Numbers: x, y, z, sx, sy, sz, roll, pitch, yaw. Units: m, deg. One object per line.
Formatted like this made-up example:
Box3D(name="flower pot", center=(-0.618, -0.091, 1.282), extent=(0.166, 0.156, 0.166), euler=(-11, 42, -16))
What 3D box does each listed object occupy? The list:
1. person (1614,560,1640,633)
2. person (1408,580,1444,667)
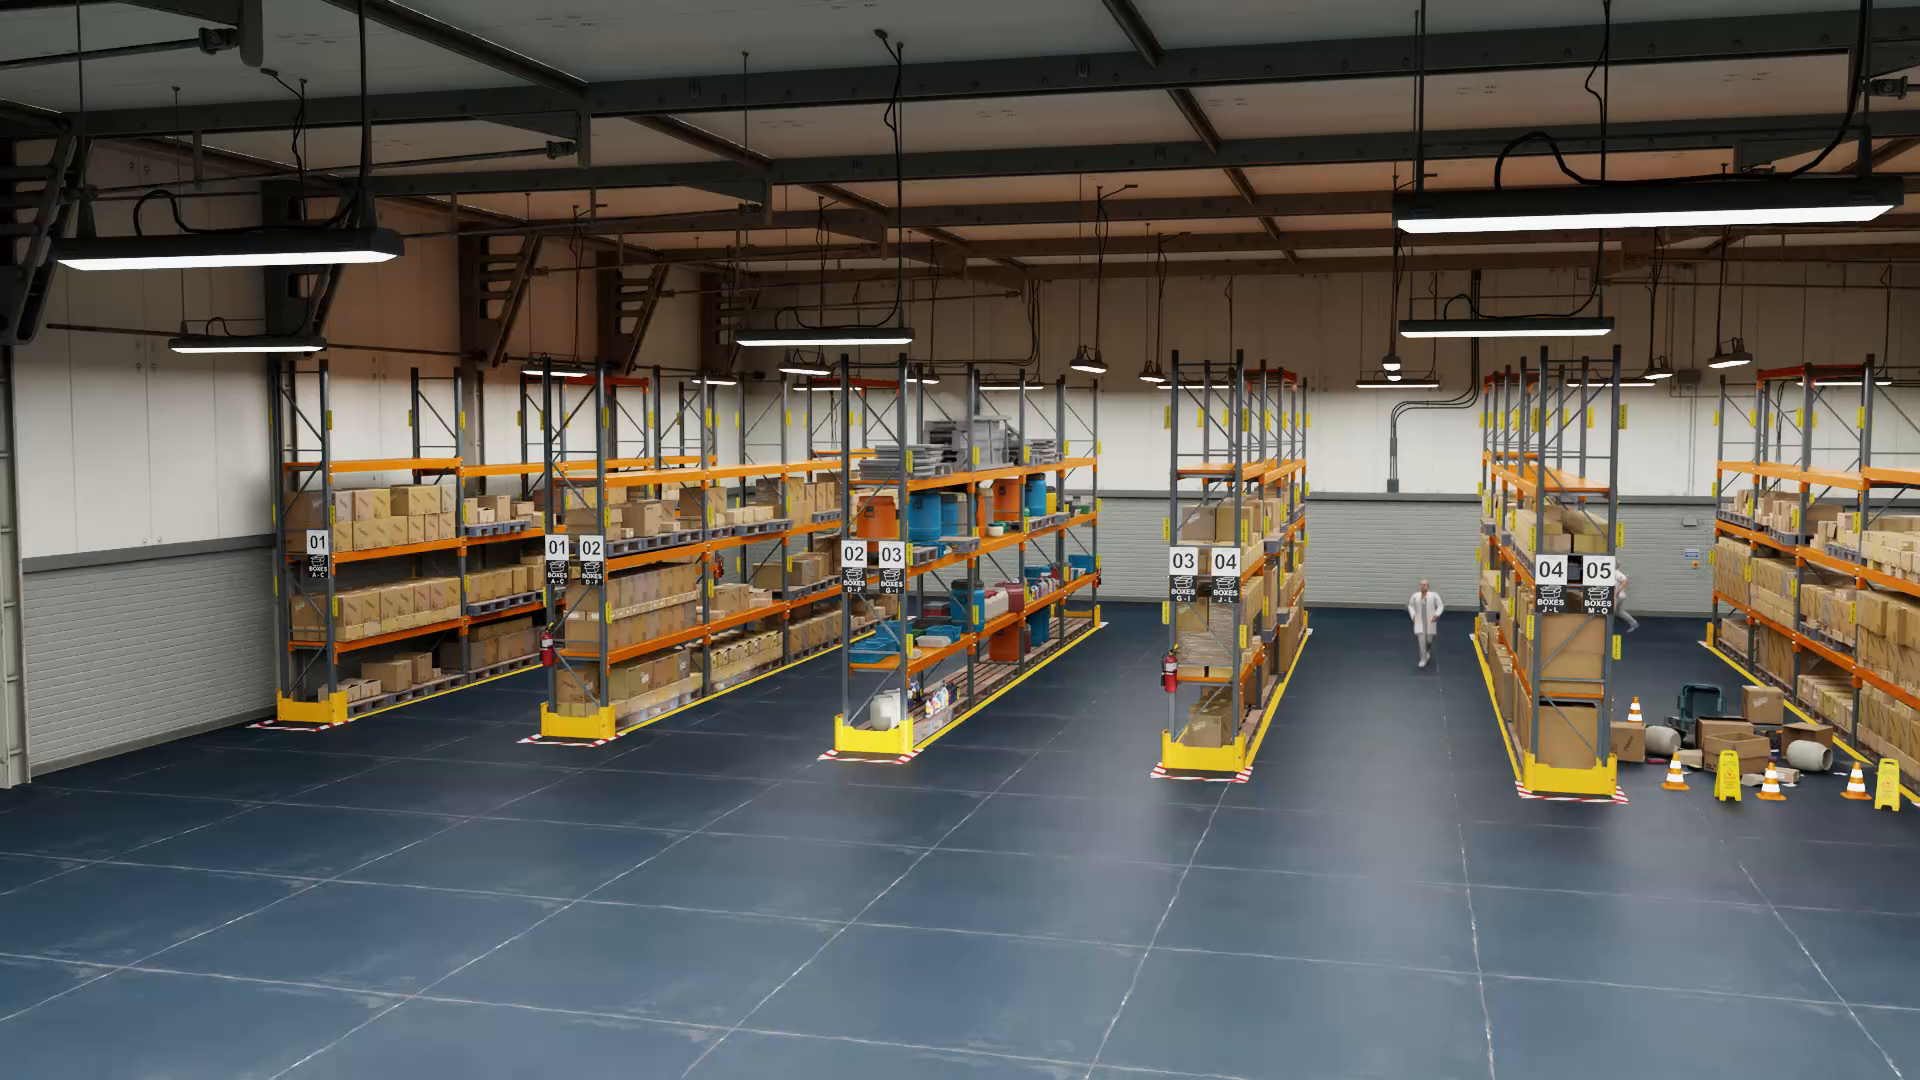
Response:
Box3D(name="person", center=(15.266, 1.349, 38.532), extent=(0.962, 1.826, 0.670), euler=(1, 4, 20))
Box3D(name="person", center=(9.513, 1.695, 34.022), extent=(0.702, 1.754, 0.672), euler=(2, 4, 22))
